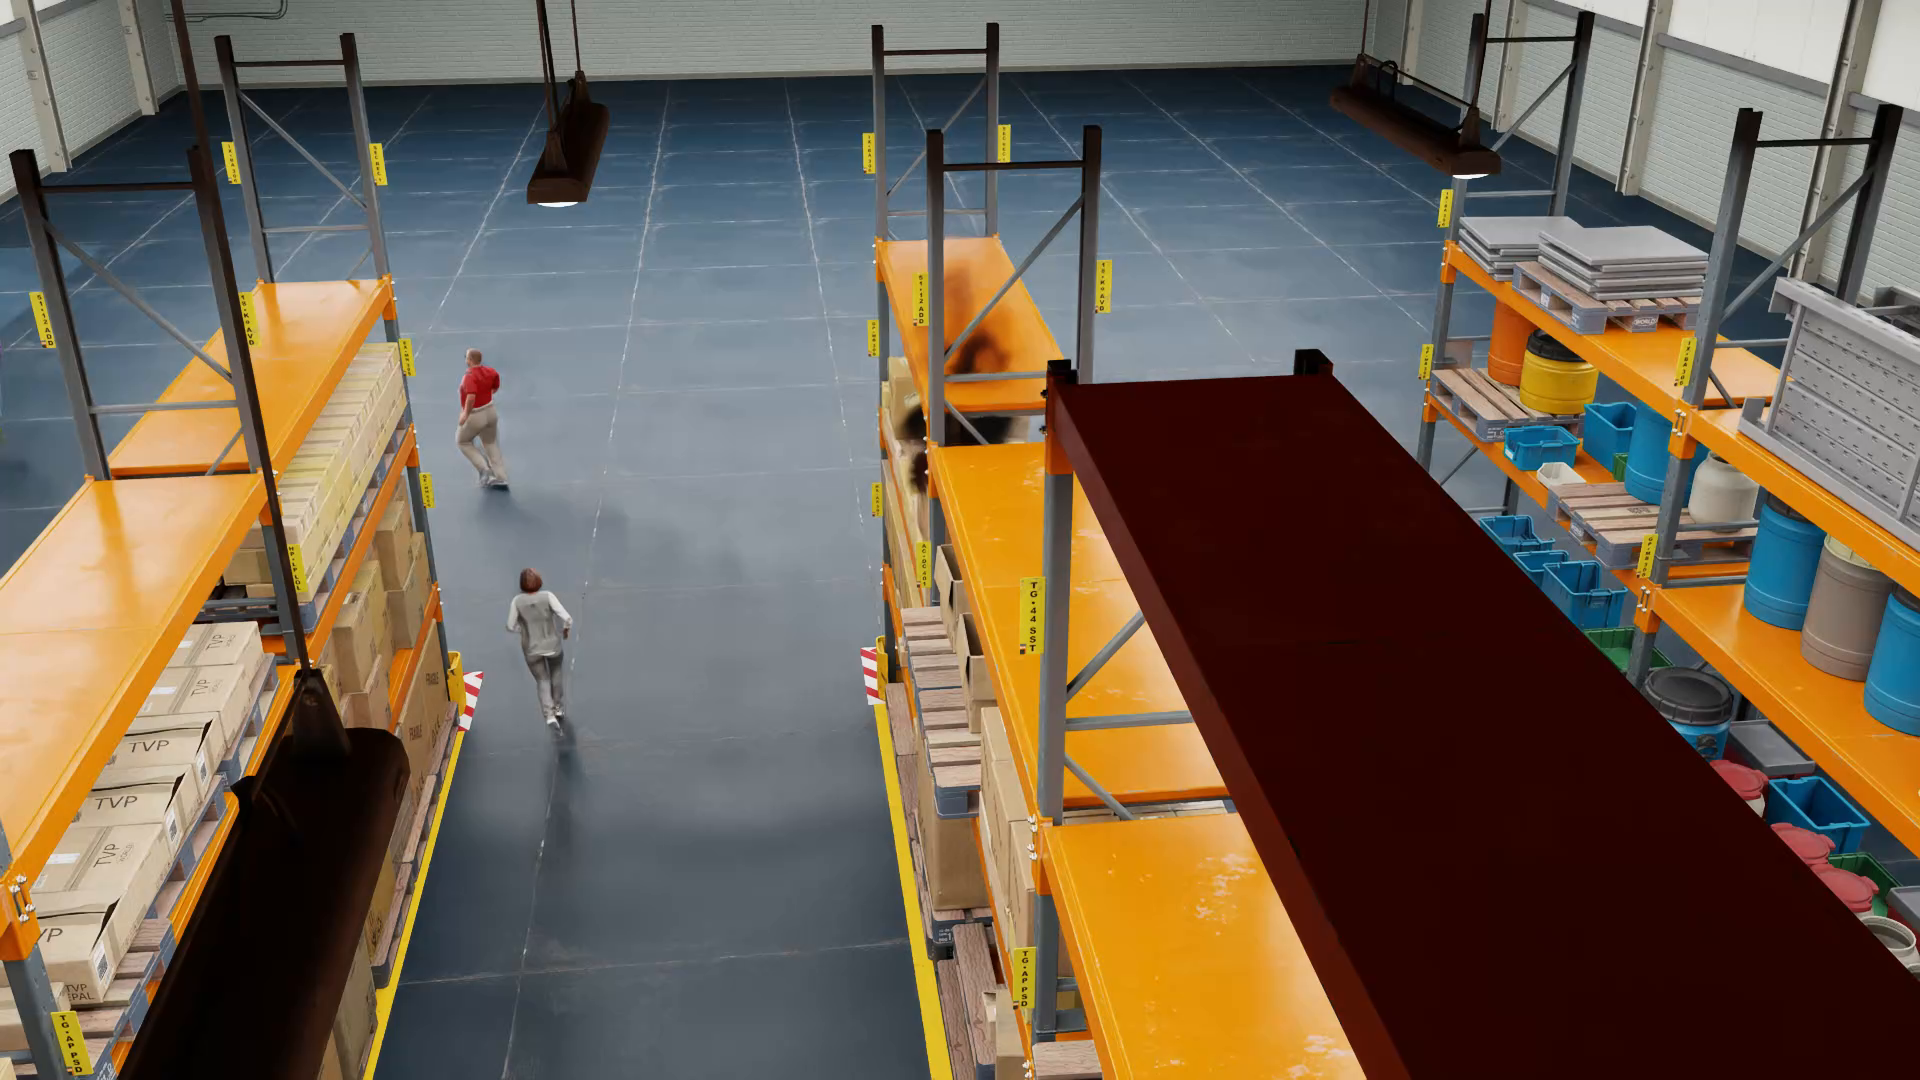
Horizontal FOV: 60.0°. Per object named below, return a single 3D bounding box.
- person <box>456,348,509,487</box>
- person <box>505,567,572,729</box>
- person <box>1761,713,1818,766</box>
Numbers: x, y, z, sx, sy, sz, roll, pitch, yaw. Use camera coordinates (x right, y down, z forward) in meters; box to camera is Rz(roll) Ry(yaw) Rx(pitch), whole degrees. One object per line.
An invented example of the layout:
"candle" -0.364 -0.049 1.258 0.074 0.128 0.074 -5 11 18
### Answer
"person" -5.685 -1.452 19.563 0.648 1.691 0.646 16 30 30
"person" -3.677 1.002 14.646 0.569 1.607 0.762 -7 26 -14
"person" 6.609 1.638 13.134 0.656 1.696 0.627 -2 26 -4
